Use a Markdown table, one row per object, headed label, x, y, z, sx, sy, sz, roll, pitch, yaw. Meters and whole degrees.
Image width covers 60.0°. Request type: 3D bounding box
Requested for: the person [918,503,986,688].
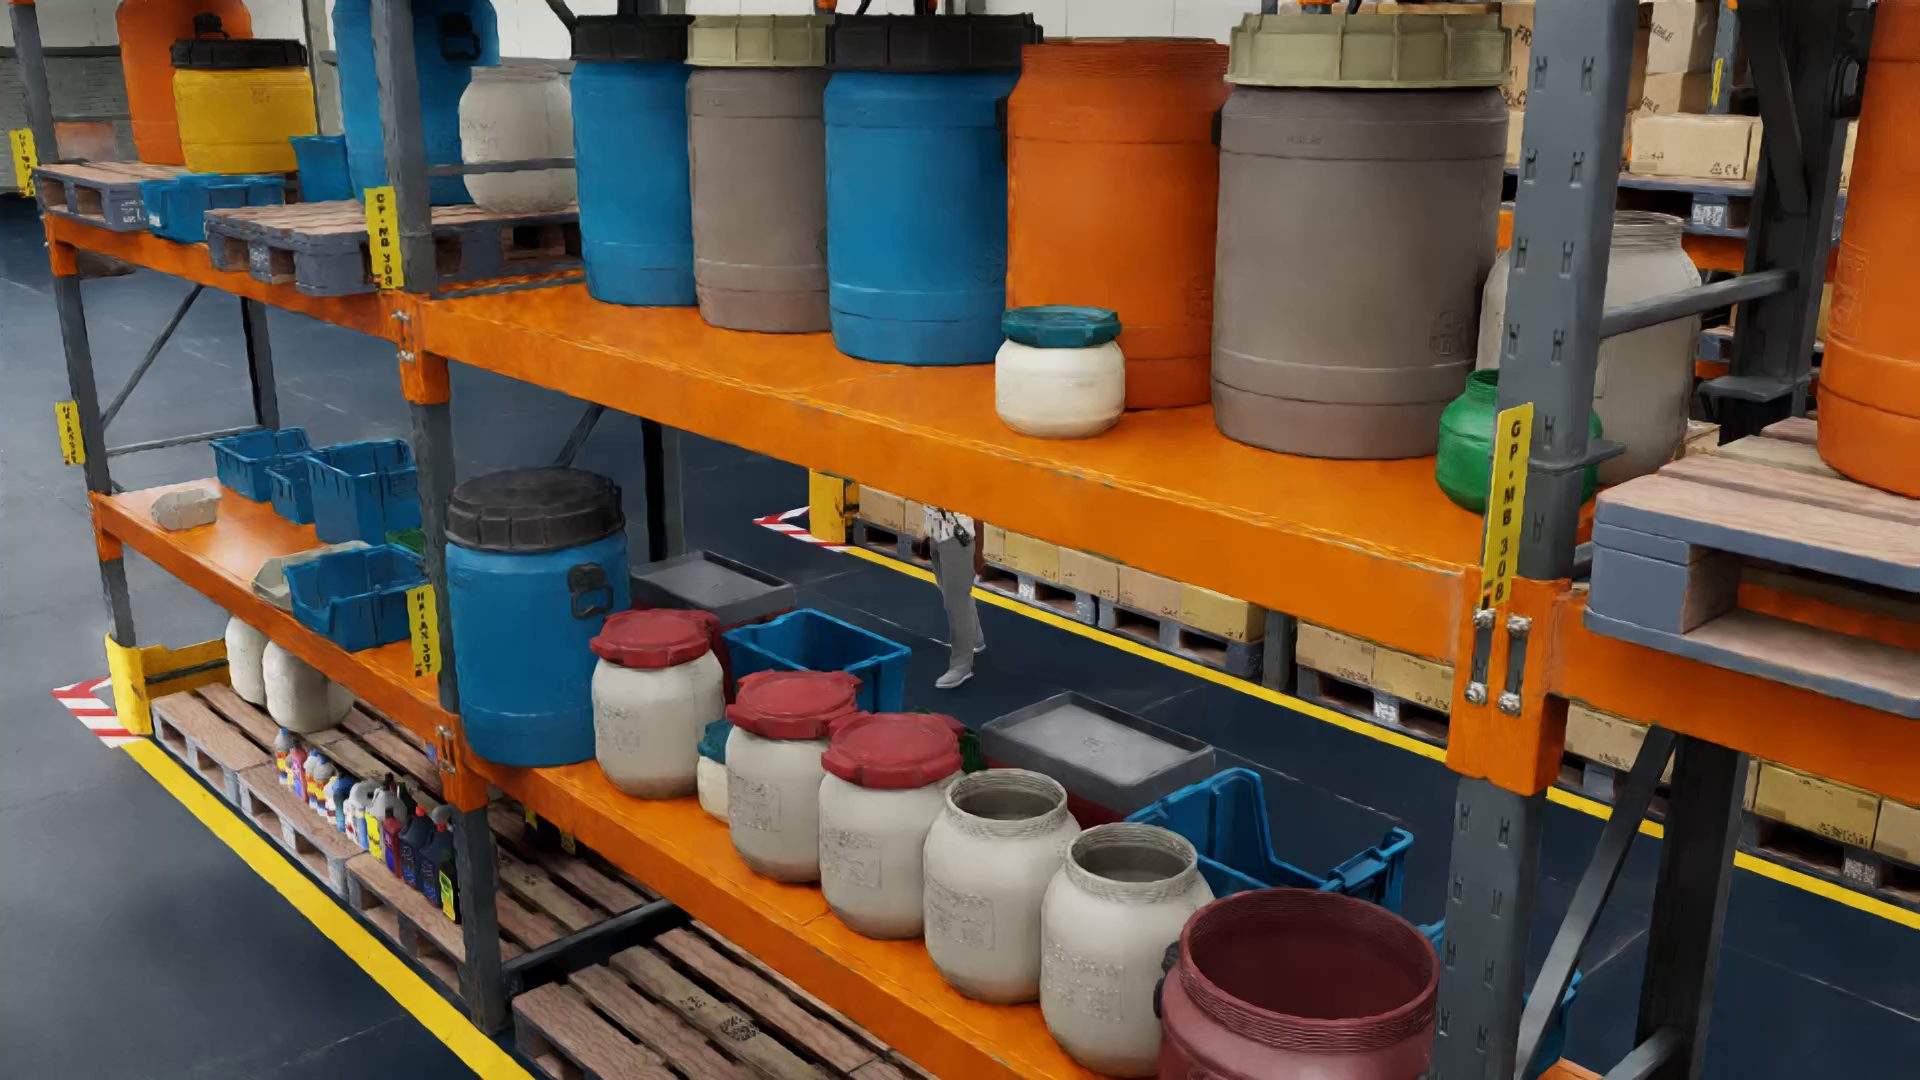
| label | x | y | z | sx | sy | sz | roll | pitch | yaw |
| --- | --- | --- | --- | --- | --- | --- | --- | --- | --- |
| person | -0.032 | -0.032 | 9.644 | 0.487 | 1.667 | 0.665 | -7 | 19 | -22 |
